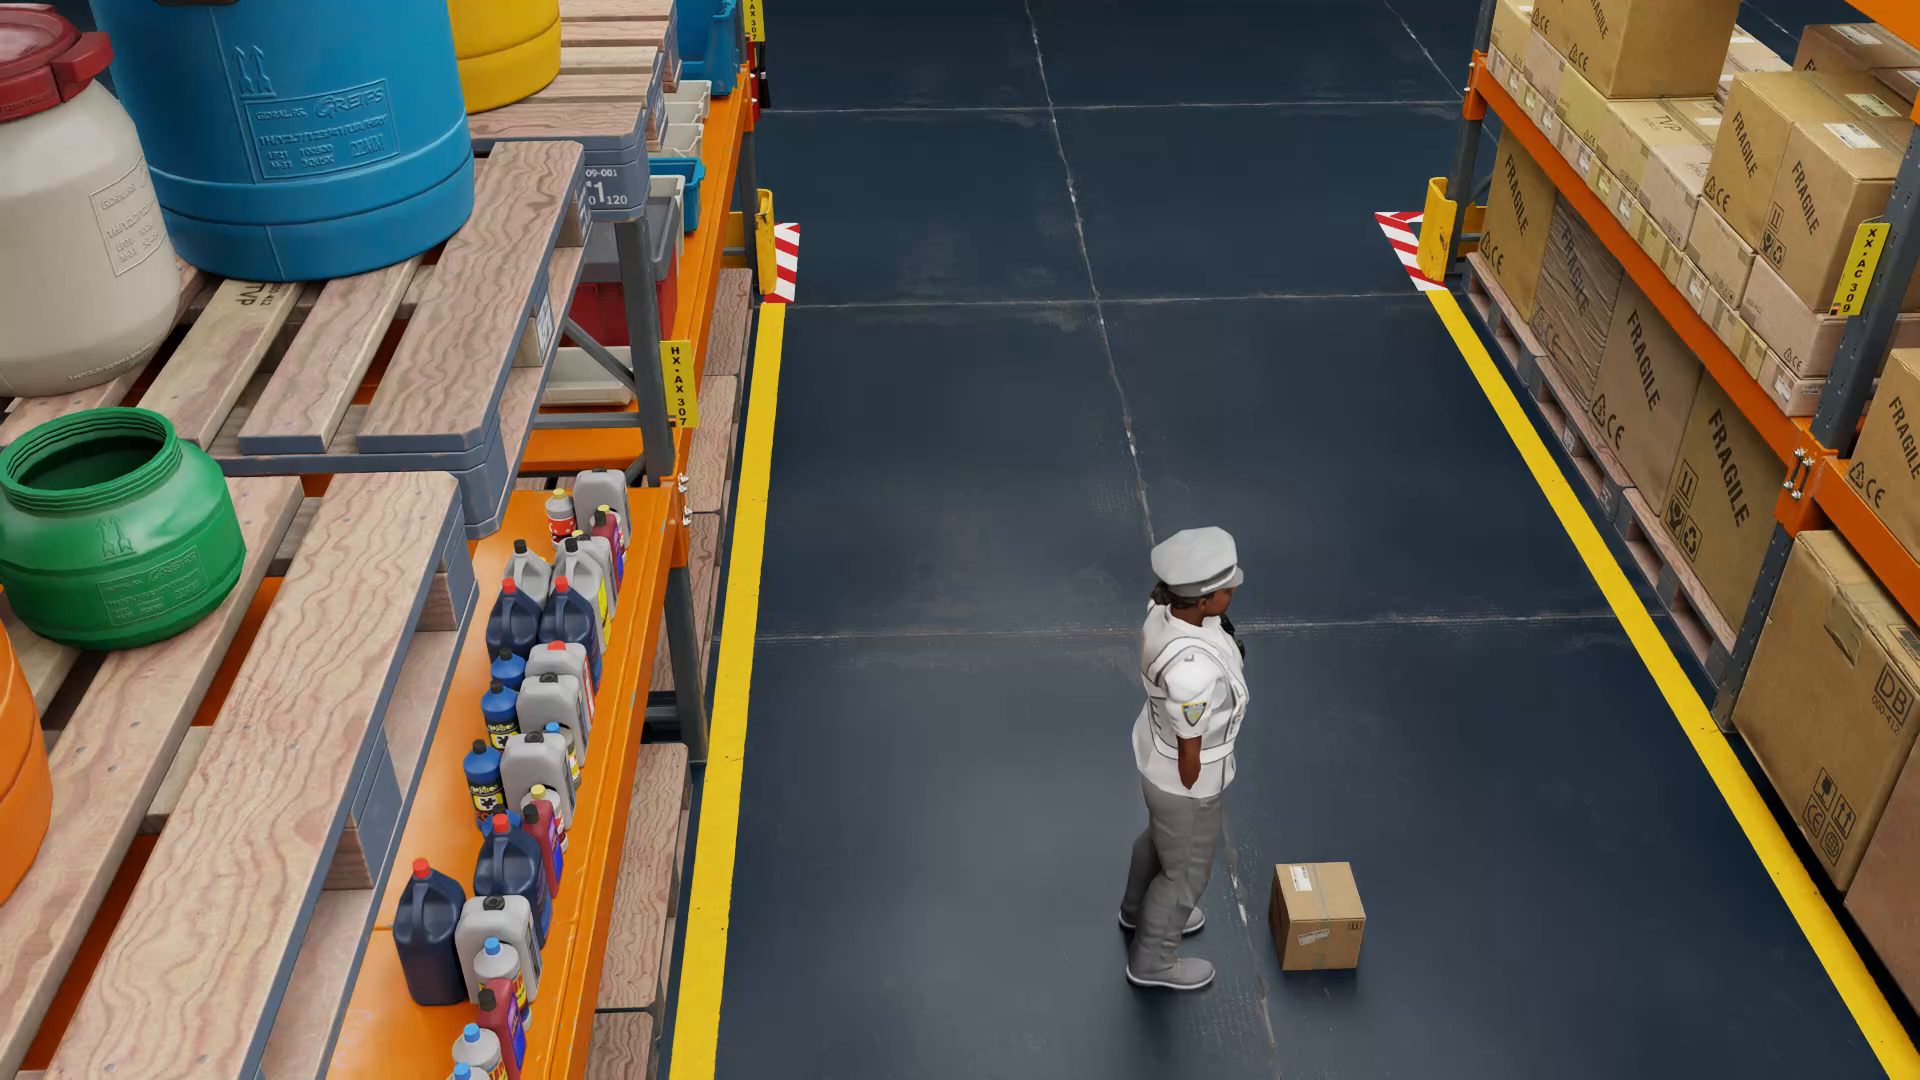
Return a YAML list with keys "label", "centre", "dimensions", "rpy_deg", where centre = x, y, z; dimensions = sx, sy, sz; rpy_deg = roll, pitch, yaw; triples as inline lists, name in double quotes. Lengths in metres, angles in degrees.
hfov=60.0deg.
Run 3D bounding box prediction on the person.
- label: "person"
  centre: [0.701, 0.689, 5.171]
  dimensions: [0.340, 1.679, 0.436]
  rpy_deg: [-1, 35, -1]
